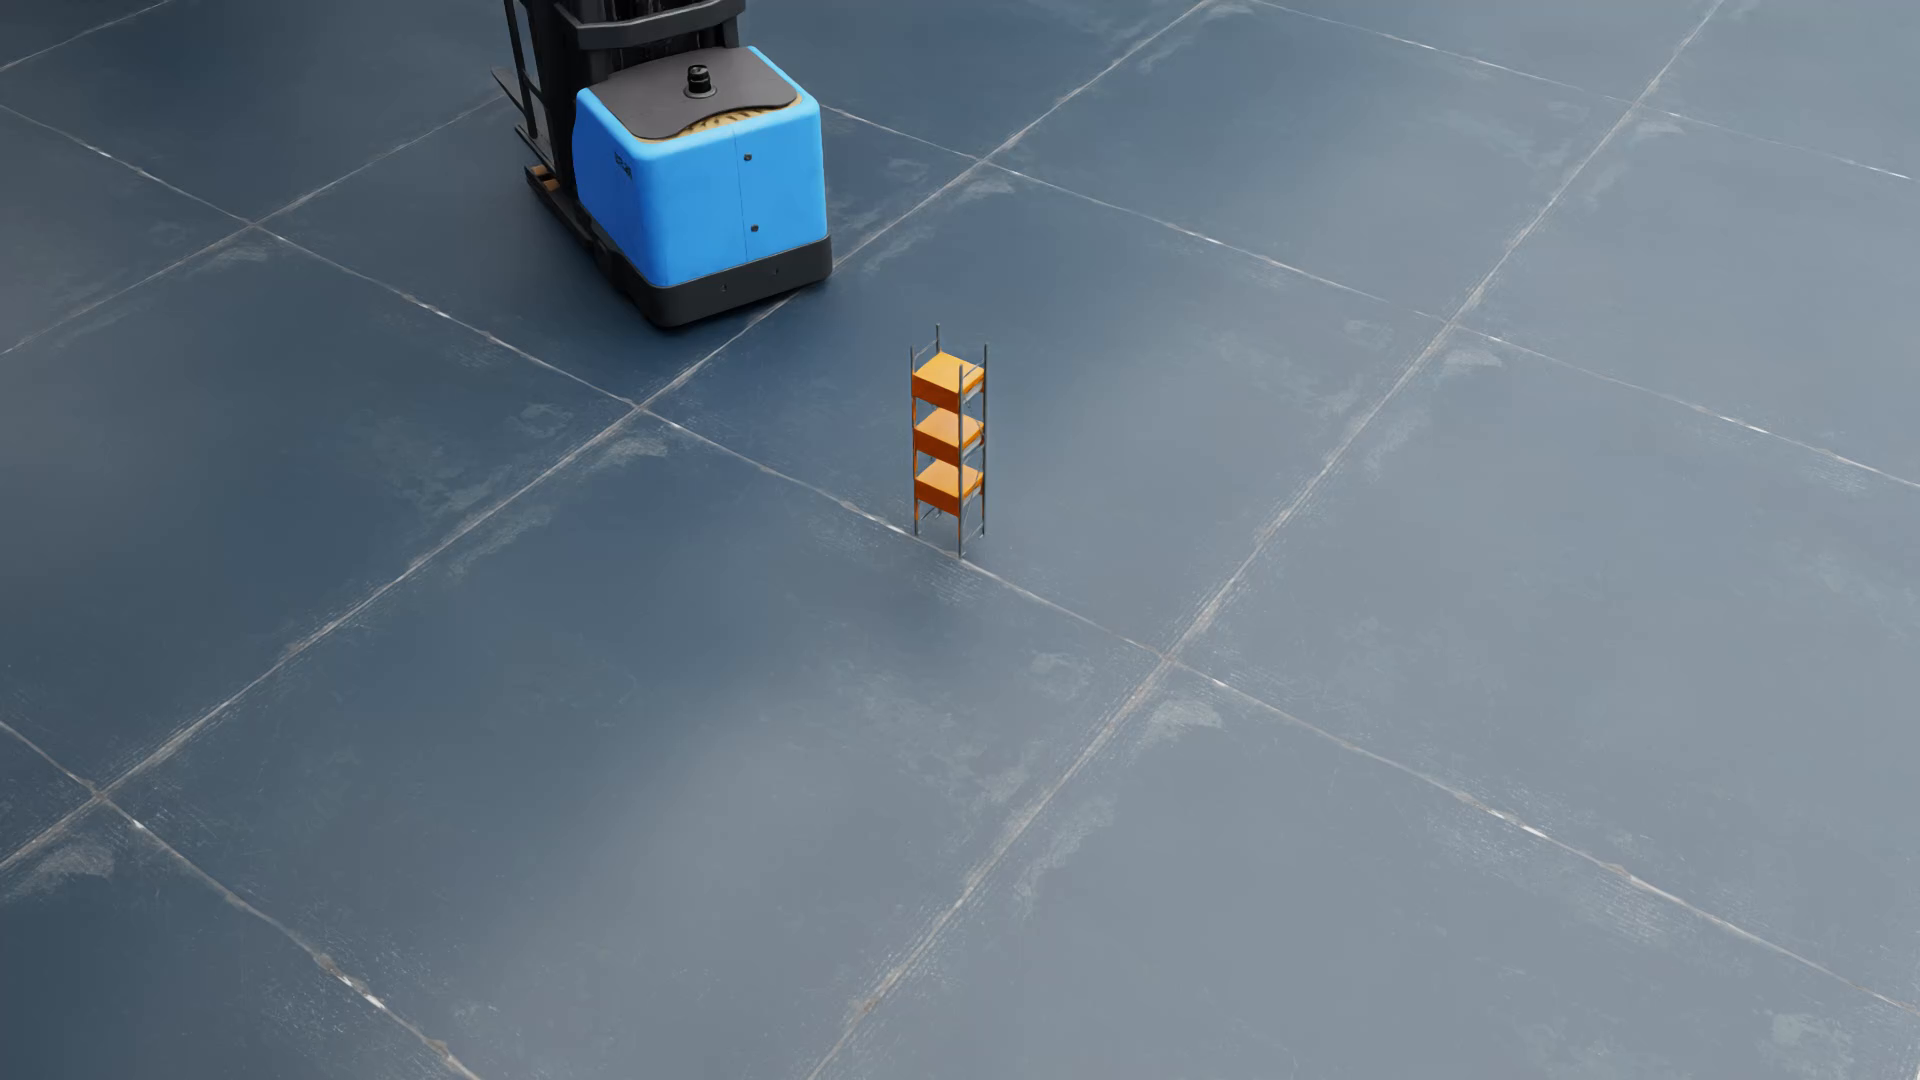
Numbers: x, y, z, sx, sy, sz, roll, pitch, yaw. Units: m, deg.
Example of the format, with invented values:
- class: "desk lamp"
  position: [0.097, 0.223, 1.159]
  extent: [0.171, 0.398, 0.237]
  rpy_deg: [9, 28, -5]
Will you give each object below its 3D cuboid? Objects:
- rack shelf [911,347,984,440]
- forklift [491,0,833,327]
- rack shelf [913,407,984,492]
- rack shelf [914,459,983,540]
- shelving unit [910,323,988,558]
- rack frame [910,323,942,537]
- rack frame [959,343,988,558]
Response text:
- class: "rack shelf"
  position: [-0.044, -0.615, 6.989]
  extent: [0.240, 0.259, 0.215]
  rpy_deg: [25, 48, 25]
- class: "forklift"
  position: [-1.886, -3.161, 8.833]
  extent: [1.130, 2.935, 3.031]
  rpy_deg: [-22, 46, -23]
- class: "rack shelf"
  position: [-0.044, -0.404, 7.178]
  extent: [0.240, 0.259, 0.215]
  rpy_deg: [25, 48, 25]
- class: "rack shelf"
  position: [-0.044, -0.197, 7.364]
  extent: [0.240, 0.259, 0.215]
  rpy_deg: [25, 48, 25]
- class: "shelving unit"
  position: [-0.044, -0.412, 7.171]
  extent: [0.252, 1.050, 0.215]
  rpy_deg: [25, 48, 25]
- class: "rack frame"
  position: [-0.144, -0.458, 7.223]
  extent: [0.008, 1.050, 0.200]
  rpy_deg: [25, 48, 25]
- class: "rack frame"
  position: [0.056, -0.365, 7.119]
  extent: [0.008, 1.050, 0.200]
  rpy_deg: [25, 48, 25]
